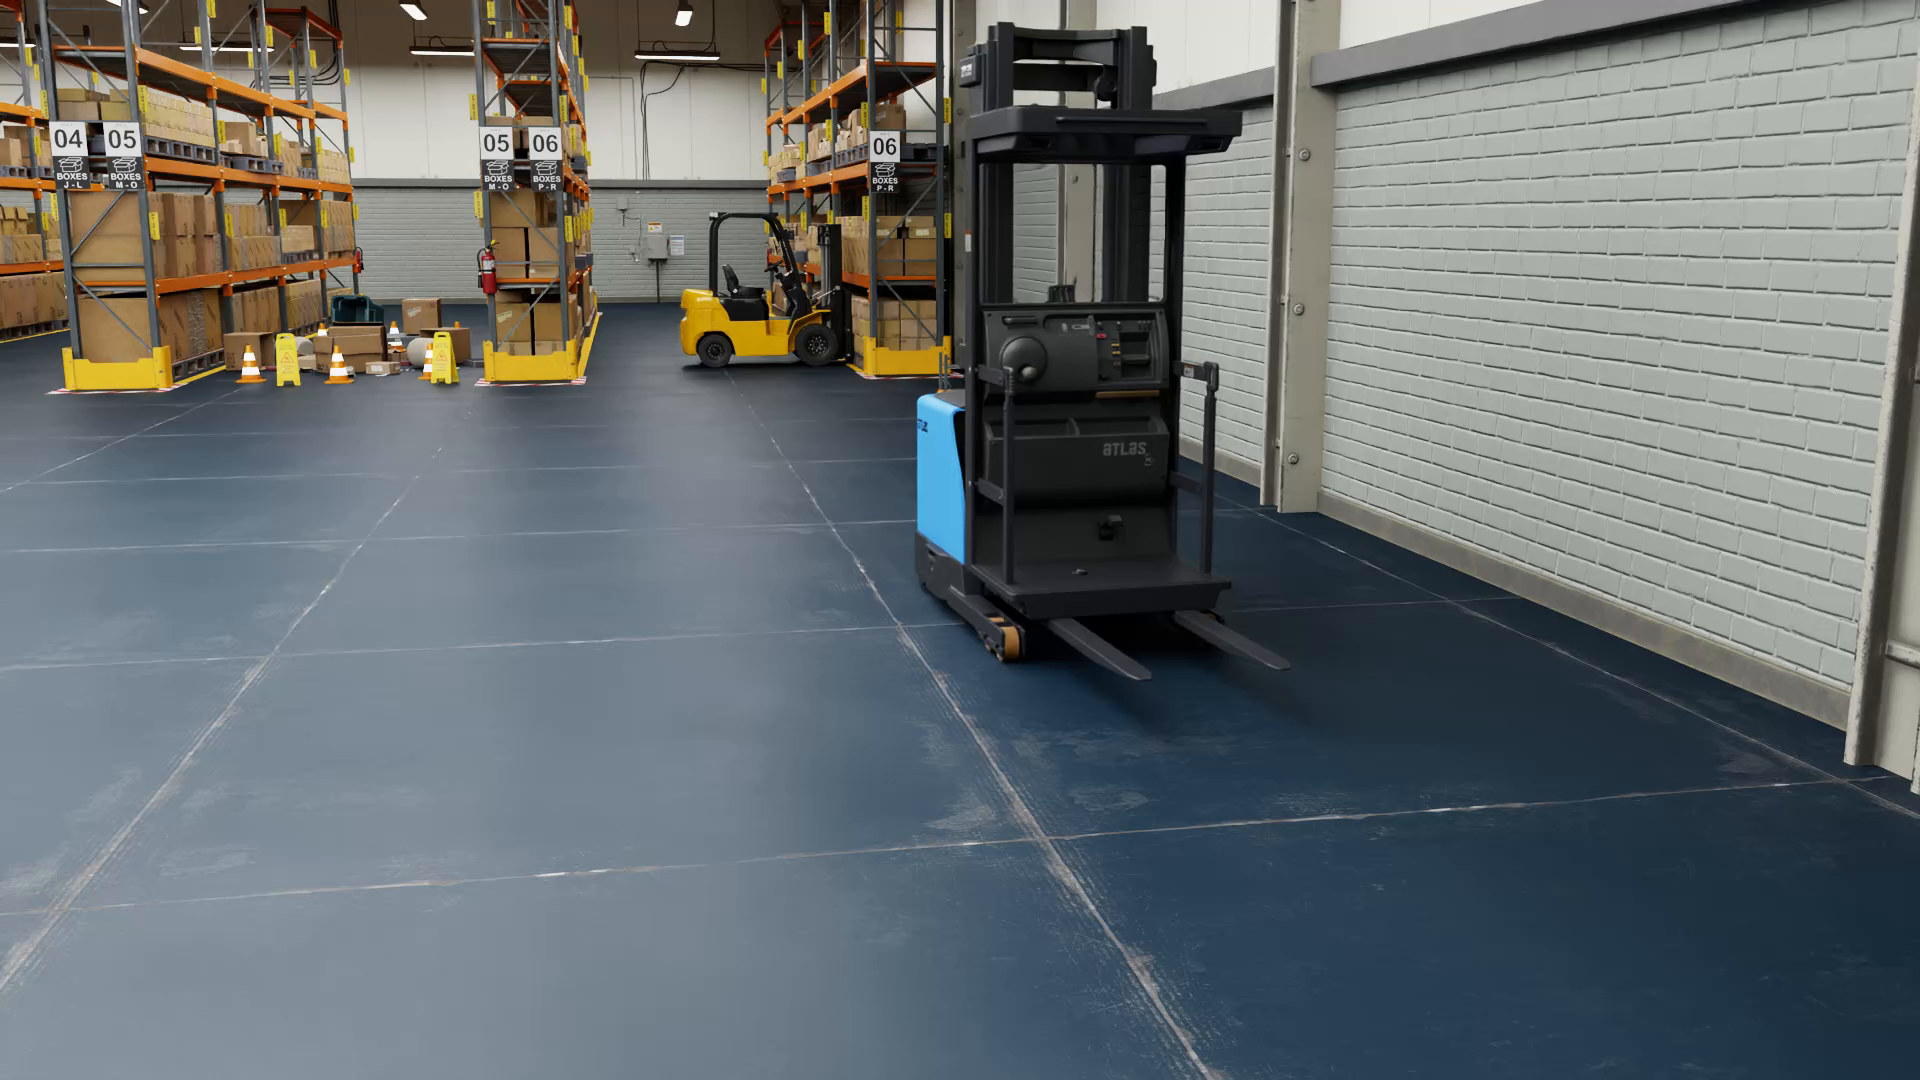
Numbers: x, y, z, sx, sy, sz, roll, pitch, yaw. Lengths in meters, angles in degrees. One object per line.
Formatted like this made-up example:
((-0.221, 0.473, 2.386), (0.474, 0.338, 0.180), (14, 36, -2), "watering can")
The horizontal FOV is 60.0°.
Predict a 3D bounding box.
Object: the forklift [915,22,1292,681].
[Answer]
((0.628, -0.956, 7.879), (1.130, 2.935, 3.031), (-3, 11, -15), "forklift")

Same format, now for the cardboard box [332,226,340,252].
((-12.770, -6.047, 33.384), (0.500, 0.500, 0.500), (-2, 11, -12), "cardboard box")

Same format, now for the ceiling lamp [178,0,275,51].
((-16.452, -12.539, 36.897), (2.000, 3.185, 0.800), (-2, 11, -11), "ceiling lamp")

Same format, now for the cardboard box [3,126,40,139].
((-17.816, -7.725, 31.577), (0.500, 0.250, 0.500), (-3, 11, -15), "cardboard box")

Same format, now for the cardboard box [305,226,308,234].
((-12.384, -5.780, 30.999), (0.380, 0.149, 0.250), (-2, 11, -13), "cardboard box")

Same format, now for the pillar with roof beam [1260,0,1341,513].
((-1.857, -4.497, 10.257), (9.100, 9.000, 0.400), (-2, 11, -11), "pillar with roof beam")

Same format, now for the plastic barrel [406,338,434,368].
((-7.472, -2.624, 23.350), (0.512, 0.421, 0.421), (6, 12, 28), "plastic barrel")

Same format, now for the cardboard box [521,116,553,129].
((-5.454, -5.380, 21.458), (0.380, 0.149, 0.250), (-2, 11, -11), "cardboard box")

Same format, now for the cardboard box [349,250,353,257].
((-13.192, -6.129, 35.546), (0.380, 0.149, 0.250), (-2, 11, -11), "cardboard box")

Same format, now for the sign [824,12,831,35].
((-2.024, -7.903, 25.444), (0.100, 0.325, 0.005), (-2, 11, -11), "sign")

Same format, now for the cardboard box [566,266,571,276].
((-5.487, -3.658, 22.564), (0.380, 0.149, 0.250), (-2, 11, -10), "cardboard box")

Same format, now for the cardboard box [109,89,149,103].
((-10.173, -5.437, 20.367), (0.380, 0.149, 0.250), (-2, 11, -10), "cardboard box")

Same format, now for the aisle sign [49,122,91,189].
((-10.701, -4.620, 19.996), (0.394, 0.787, 0.004), (-2, 11, -11), "aisle sign")

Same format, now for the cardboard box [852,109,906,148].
((-1.143, -5.789, 23.408), (0.700, 0.500, 0.500), (-2, 11, -11), "cardboard box")

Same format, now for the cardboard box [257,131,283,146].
((-11.885, -6.912, 28.652), (0.396, 0.266, 0.258), (-2, 11, -11), "cardboard box")

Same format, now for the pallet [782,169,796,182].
((-2.788, -7.017, 32.020), (1.213, 0.211, 1.003), (-2, 11, -11), "pallet")

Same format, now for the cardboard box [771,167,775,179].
((-3.804, -7.949, 36.023), (0.500, 0.250, 0.500), (-2, 11, -13), "cardboard box")

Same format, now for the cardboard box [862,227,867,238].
((-1.138, -4.214, 22.811), (0.380, 0.149, 0.250), (-2, 11, -10), "cardboard box")

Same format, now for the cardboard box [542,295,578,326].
((-5.884, -3.331, 24.402), (0.500, 0.500, 0.500), (-2, 11, -10), "cardboard box")

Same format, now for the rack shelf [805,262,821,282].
((-1.884, -4.494, 28.209), (1.077, 0.370, 4.000), (-2, 11, -11), "rack shelf")

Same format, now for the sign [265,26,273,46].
((-11.433, -8.339, 27.520), (0.100, 0.325, 0.005), (-2, 11, -11), "sign")

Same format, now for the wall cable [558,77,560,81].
((-10.079, -10.480, 41.692), (0.463, 3.000, 0.029), (-2, 11, -11), "wall cable")

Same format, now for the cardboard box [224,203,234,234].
((-11.403, -4.826, 25.089), (0.700, 0.500, 0.500), (-2, 11, -12), "cardboard box")

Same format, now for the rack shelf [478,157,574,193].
((-5.974, -5.053, 23.122), (1.077, 0.370, 4.000), (-2, 11, -11), "rack shelf")

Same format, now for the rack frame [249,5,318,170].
((-12.755, -8.515, 31.367), (1.000, 3.000, 0.127), (-2, 11, -11), "rack frame")

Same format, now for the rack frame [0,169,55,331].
((-17.639, -5.406, 31.078), (1.000, 3.000, 0.127), (-2, 11, -11), "rack frame")

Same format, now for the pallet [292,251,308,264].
((-12.402, -5.102, 29.992), (1.003, 0.211, 1.213), (-2, 11, -11), "pallet")

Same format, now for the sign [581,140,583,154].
((-6.608, -6.780, 28.890), (0.100, 0.325, 0.005), (-2, 11, -11), "sign")

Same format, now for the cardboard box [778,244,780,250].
((-3.585, -6.288, 35.317), (0.500, 0.250, 0.500), (-2, 11, -11), "cardboard box")

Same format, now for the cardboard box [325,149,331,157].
((-12.782, -7.714, 33.180), (0.380, 0.149, 0.250), (-2, 11, -8), "cardboard box")

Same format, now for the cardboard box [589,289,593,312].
((-8.110, -4.997, 34.660), (0.875, 0.438, 0.875), (-2, 11, -13), "cardboard box")

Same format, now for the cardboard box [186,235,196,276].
((-10.795, -3.810, 22.292), (0.875, 0.550, 0.500), (-2, 11, -11), "cardboard box")

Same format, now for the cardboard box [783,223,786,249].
((-3.176, -6.106, 33.366), (0.700, 0.500, 0.500), (-2, 11, -10), "cardboard box")

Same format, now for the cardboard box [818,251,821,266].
((-2.127, -4.768, 28.128), (0.500, 0.250, 0.500), (-2, 11, -9), "cardboard box")

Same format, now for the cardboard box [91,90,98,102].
((-10.866, -5.460, 20.486), (0.380, 0.149, 0.250), (-2, 11, -11), "cardboard box")

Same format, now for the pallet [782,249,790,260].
((-3.002, -5.703, 33.151), (1.003, 0.211, 1.213), (-2, 11, -11), "pallet")

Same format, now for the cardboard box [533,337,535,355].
((-6.099, -2.655, 22.854), (0.500, 0.250, 0.500), (-2, 11, -11), "cardboard box")

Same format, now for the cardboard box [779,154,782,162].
((-3.423, -7.629, 33.218), (0.380, 0.149, 0.250), (-2, 11, -9), "cardboard box")

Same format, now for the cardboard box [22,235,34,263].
((-17.191, -5.289, 30.192), (0.500, 0.500, 0.500), (-2, 11, -9), "cardboard box")

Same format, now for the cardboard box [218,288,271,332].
((-11.773, -3.660, 26.799), (1.050, 0.750, 0.750), (-2, 11, -10), "cardboard box")

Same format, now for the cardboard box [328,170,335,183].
((-12.774, -7.250, 33.145), (0.500, 0.250, 0.500), (-2, 11, -9), "cardboard box")

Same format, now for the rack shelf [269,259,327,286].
((-12.366, -4.848, 30.068), (1.077, 0.370, 4.000), (-2, 11, -11), "rack shelf")

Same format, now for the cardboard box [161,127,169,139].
((-10.321, -5.186, 21.182), (0.380, 0.149, 0.250), (-2, 11, -11), "cardboard box")

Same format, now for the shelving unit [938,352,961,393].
((0.003, -0.587, 10.570), (0.258, 1.200, 0.189), (-2, 11, -11), "shelving unit")

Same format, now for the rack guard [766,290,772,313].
((-3.814, -5.440, 37.938), (1.175, 0.500, 0.348), (-2, 11, -11), "rack guard")

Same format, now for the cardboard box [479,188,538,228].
((-5.898, -4.338, 21.728), (0.700, 0.500, 0.500), (-2, 11, -12), "cardboard box")

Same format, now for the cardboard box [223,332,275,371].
((-9.890, -2.627, 23.153), (0.500, 0.500, 0.500), (0, 11, -1), "cardboard box")

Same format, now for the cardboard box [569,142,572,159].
((-6.012, -5.774, 24.593), (0.500, 0.250, 0.500), (-2, 11, -12), "cardboard box")

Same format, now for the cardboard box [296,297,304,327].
((-11.965, -4.044, 29.483), (0.500, 0.500, 0.500), (-2, 11, -10), "cardboard box")

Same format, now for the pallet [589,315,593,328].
((-7.695, -4.258, 32.503), (1.003, 0.211, 1.213), (-2, 11, -11), "pallet")

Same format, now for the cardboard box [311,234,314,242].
((-12.483, -5.731, 31.539), (0.380, 0.149, 0.250), (-2, 11, -9), "cardboard box")

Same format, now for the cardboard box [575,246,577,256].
((-6.160, -4.495, 25.840), (0.380, 0.149, 0.250), (-2, 11, -10), "cardboard box")
